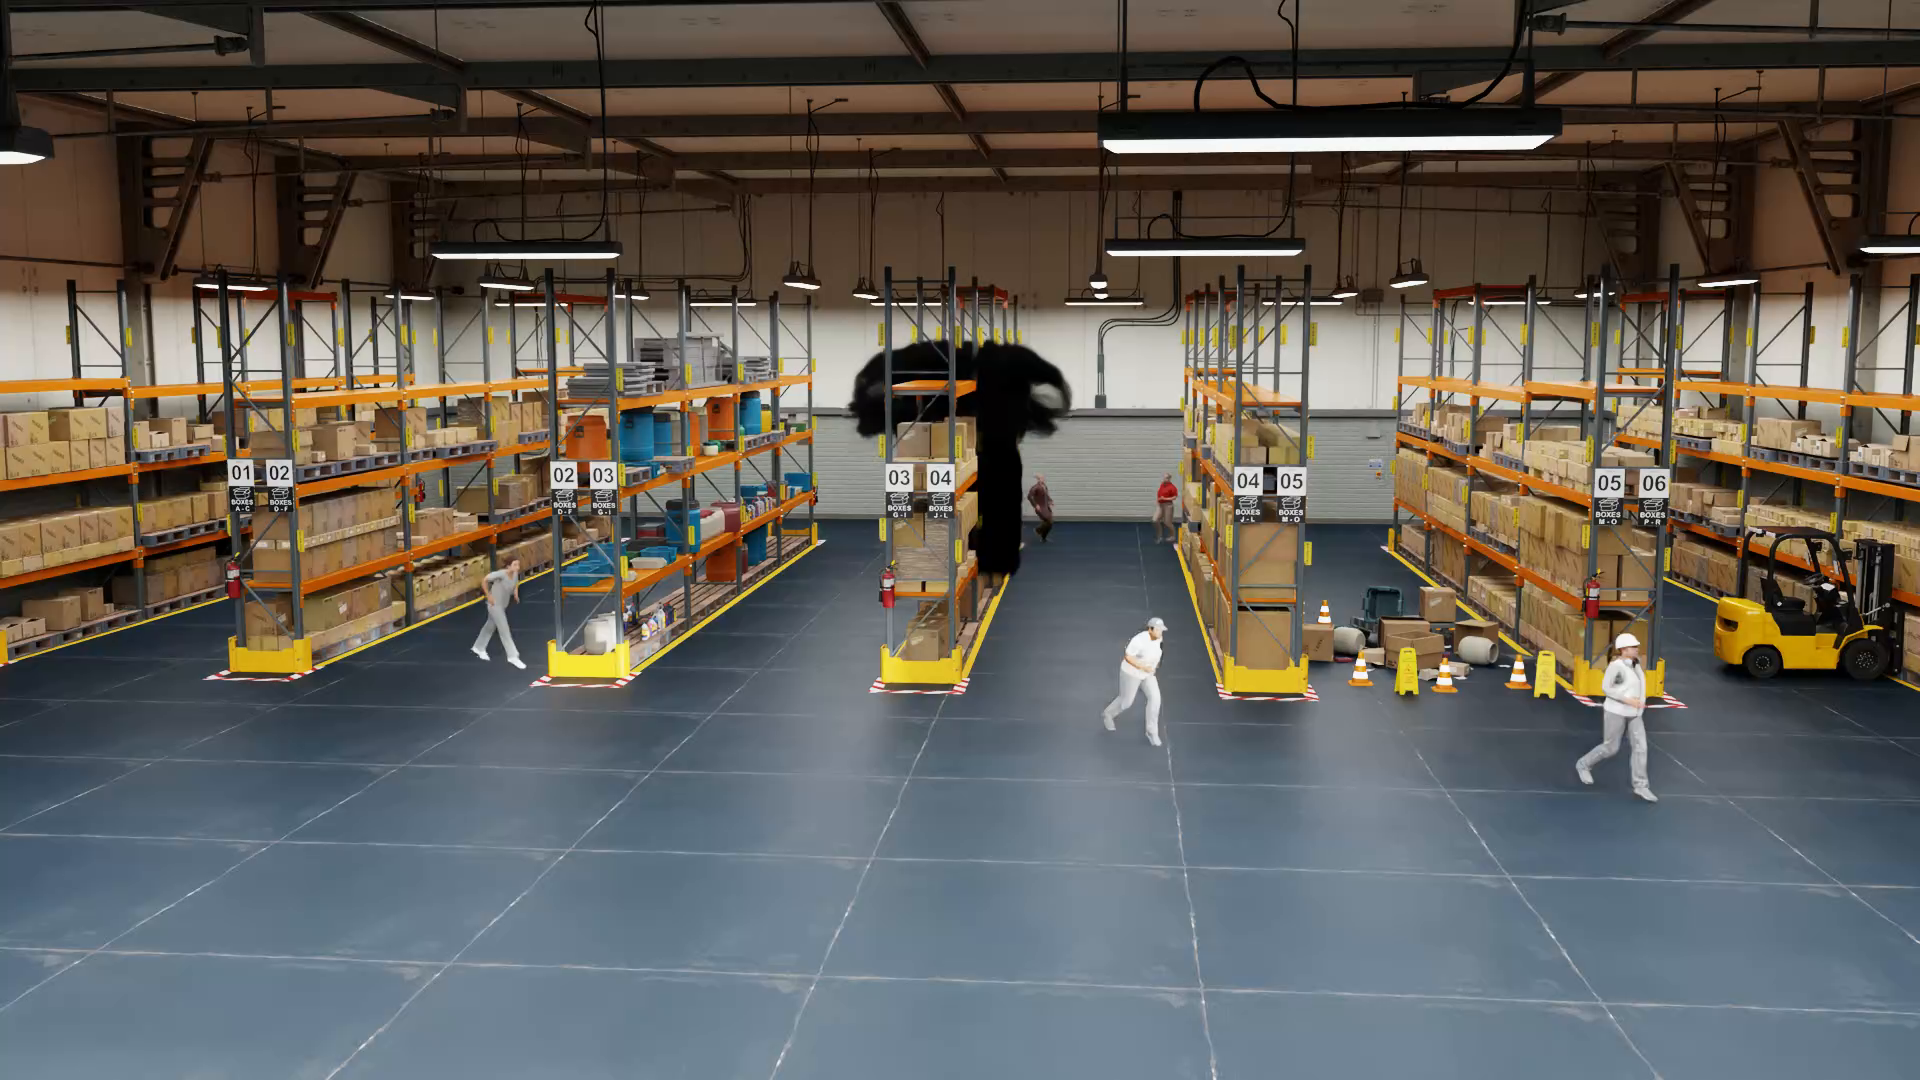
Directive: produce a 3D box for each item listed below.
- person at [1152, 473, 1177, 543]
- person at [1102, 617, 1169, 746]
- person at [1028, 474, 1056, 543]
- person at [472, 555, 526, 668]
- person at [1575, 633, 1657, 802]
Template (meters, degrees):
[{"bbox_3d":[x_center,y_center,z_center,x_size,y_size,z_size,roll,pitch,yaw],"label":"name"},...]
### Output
[{"bbox_3d":[5.058,-0.738,40.622,0.722,1.793,0.654,-6,9,-41],"label":"person"},{"bbox_3d":[2.196,1.728,20.794,0.646,1.627,1.034,-6,9,-42],"label":"person"},{"bbox_3d":[2.012,-0.757,40.567,0.556,1.704,0.774,4,8,30],"label":"person"},{"bbox_3d":[-6.740,1.026,24.157,0.937,1.642,0.602,4,8,29],"label":"person"},{"bbox_3d":[7.297,1.908,18.246,0.698,1.773,0.976,-4,8,-32],"label":"person"}]
